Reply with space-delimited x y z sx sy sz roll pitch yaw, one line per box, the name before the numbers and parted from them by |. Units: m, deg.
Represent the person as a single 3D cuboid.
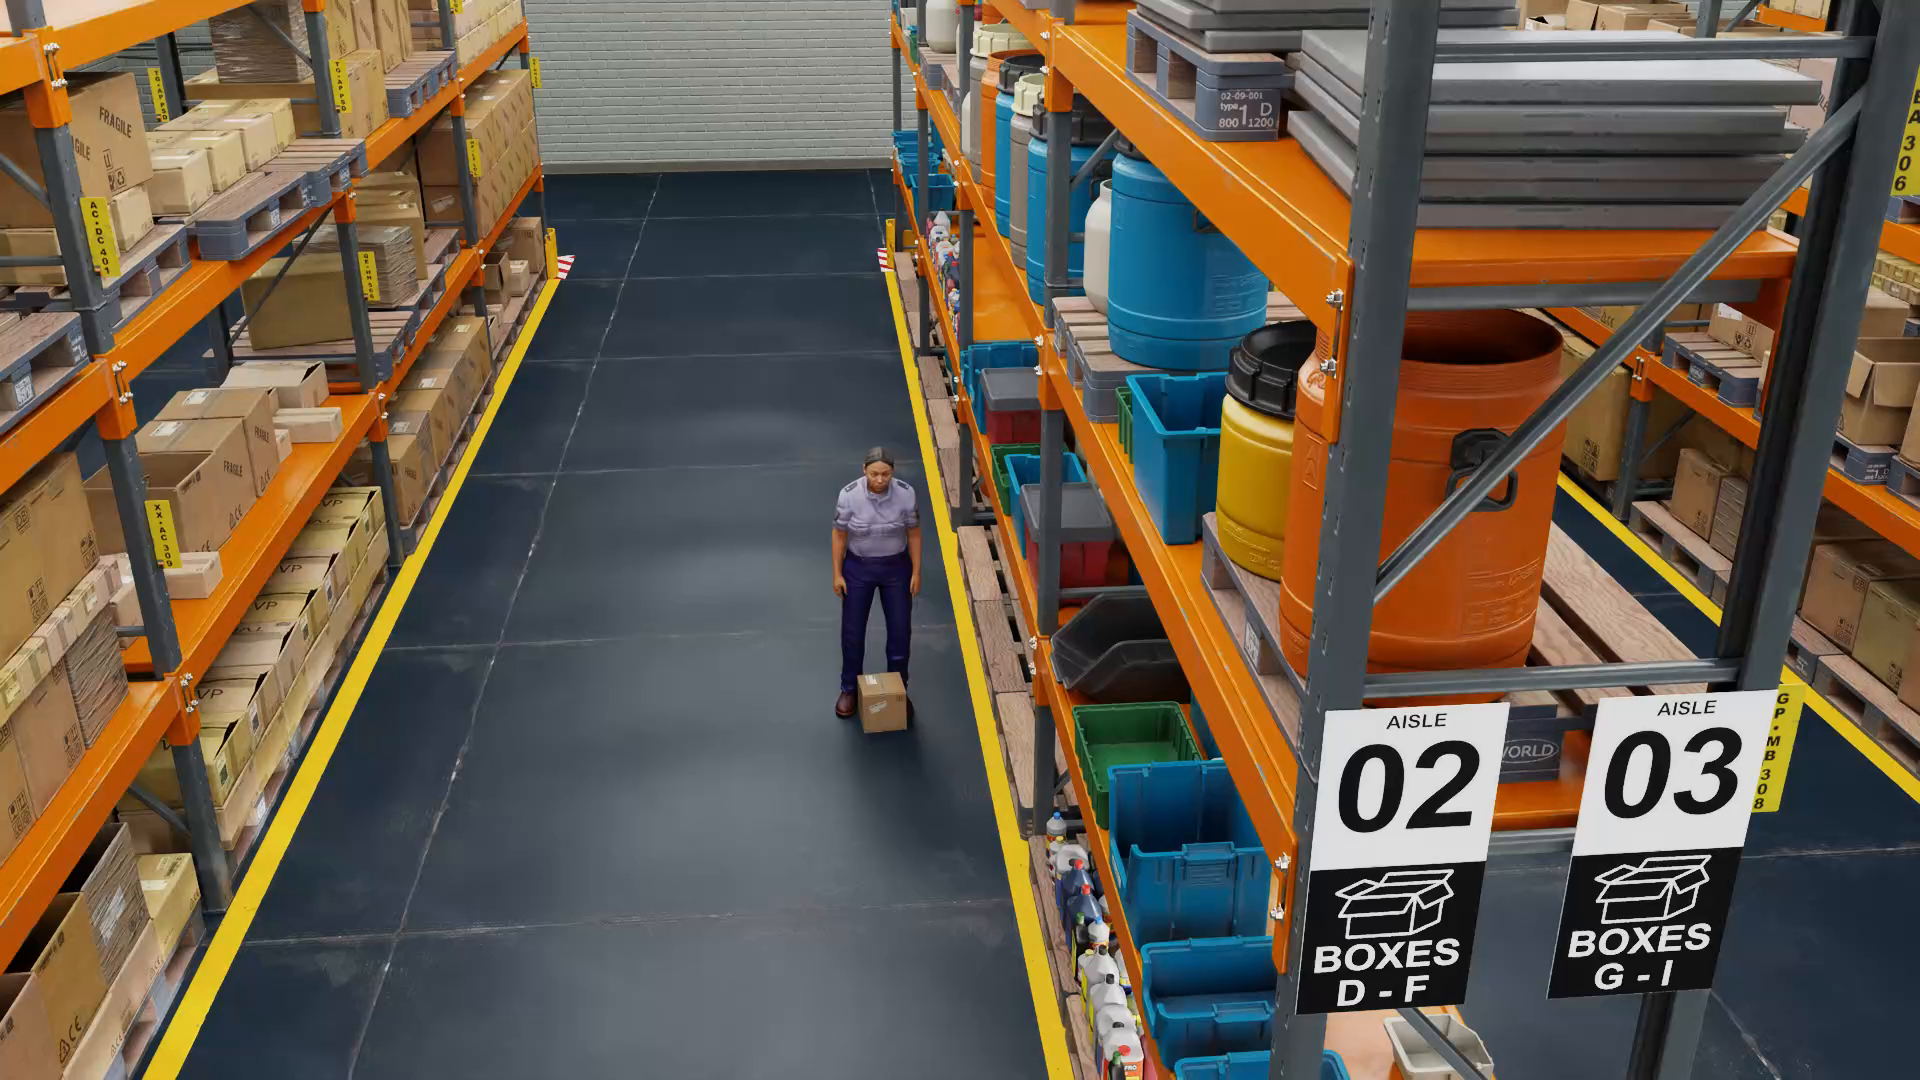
person | -0.482 0.231 9.621 0.537 1.625 0.419 -2 24 -5
